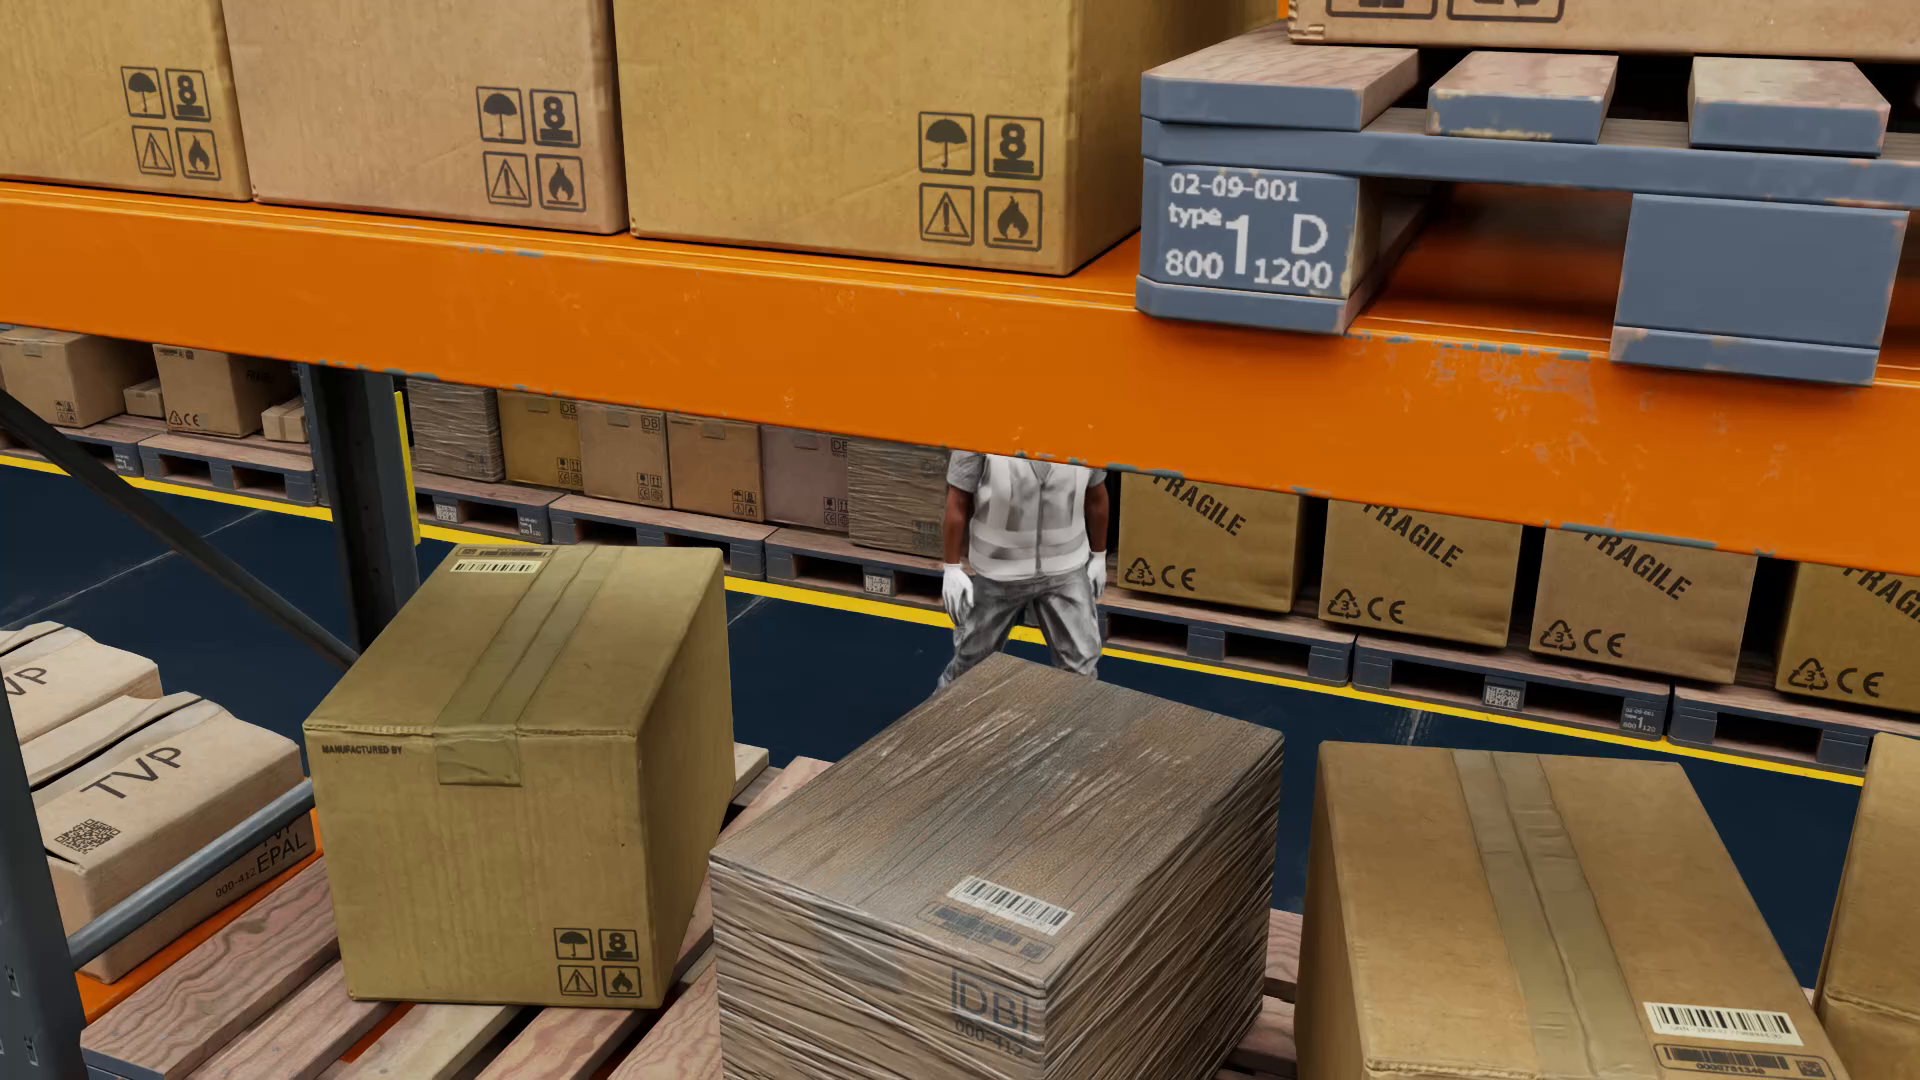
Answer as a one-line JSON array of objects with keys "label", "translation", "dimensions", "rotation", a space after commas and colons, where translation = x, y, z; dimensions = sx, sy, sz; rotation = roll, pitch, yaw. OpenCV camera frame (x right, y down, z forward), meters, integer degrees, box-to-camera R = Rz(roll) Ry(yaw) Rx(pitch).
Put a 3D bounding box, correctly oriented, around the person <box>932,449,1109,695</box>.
[{"label": "person", "translation": [0.206, 0.086, 5.857], "dimensions": [0.671, 1.766, 0.778], "rotation": [-5, 23, -12]}]
